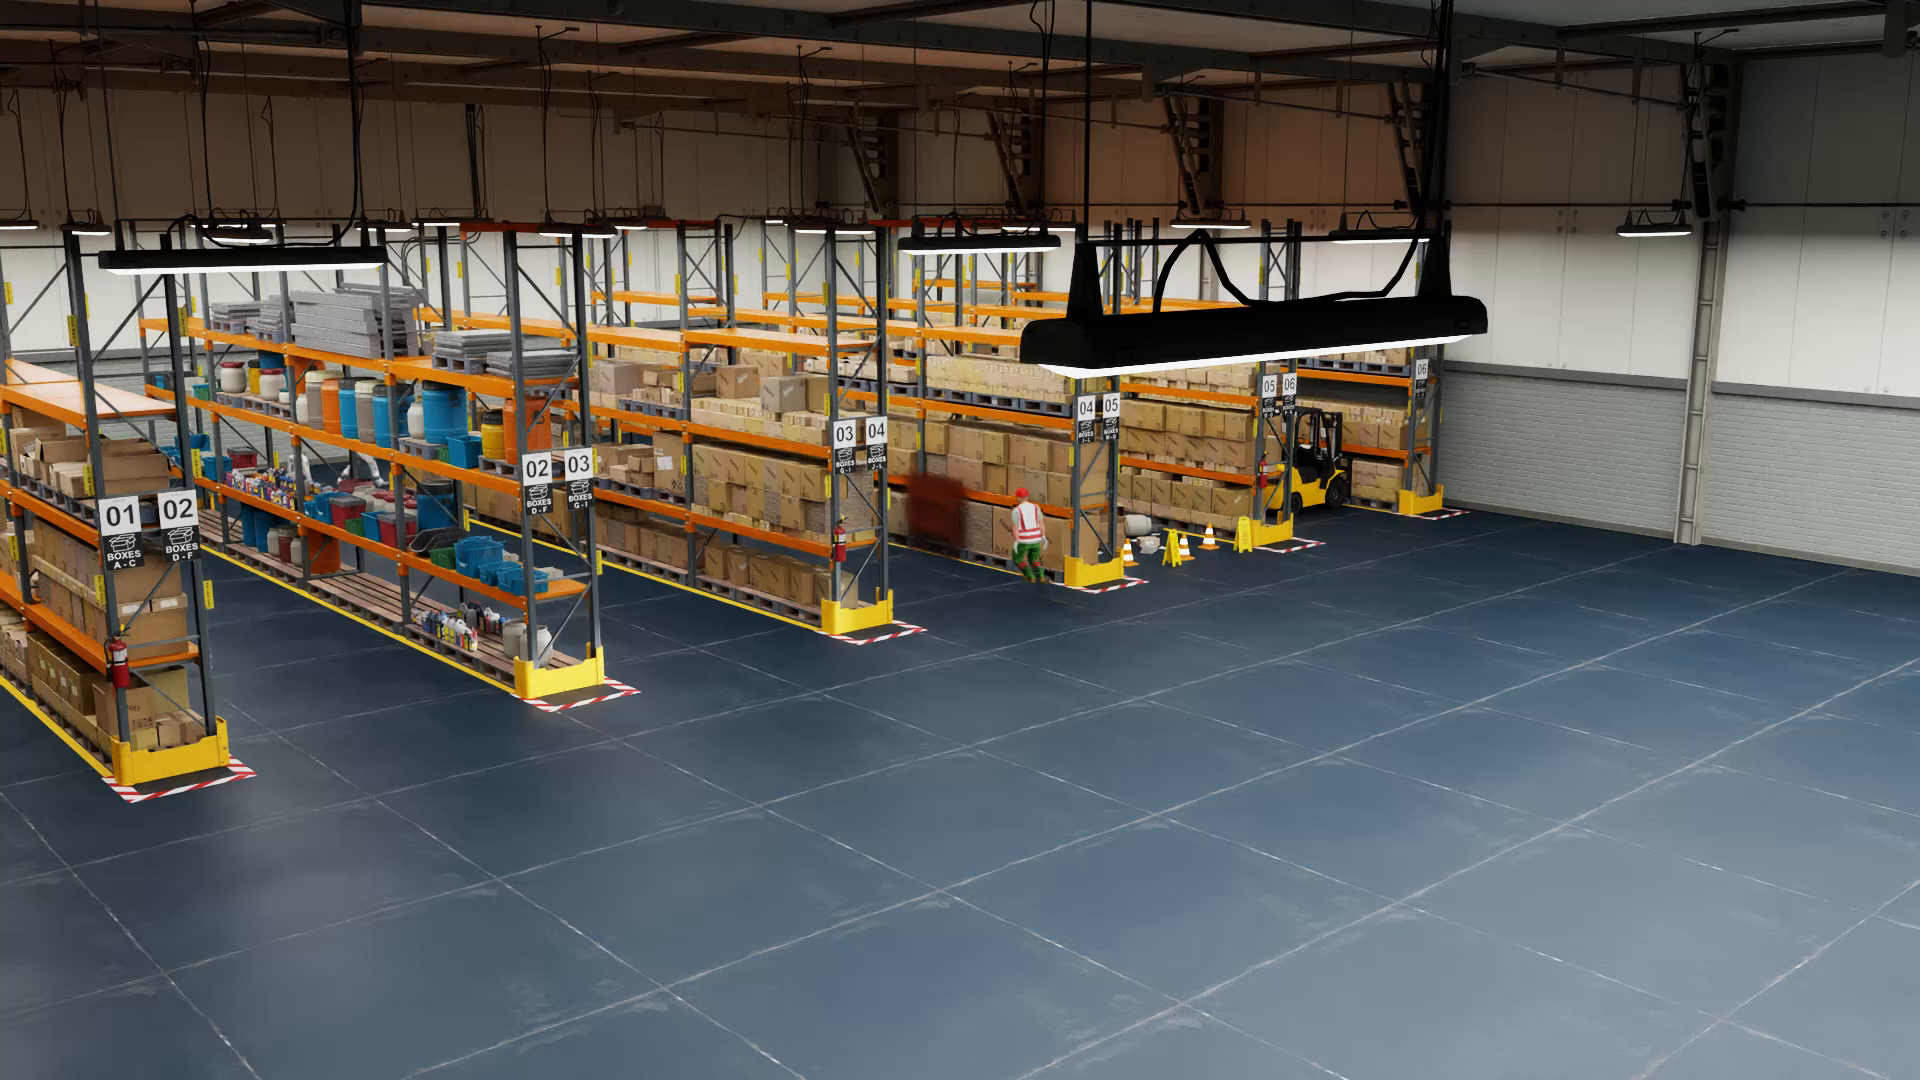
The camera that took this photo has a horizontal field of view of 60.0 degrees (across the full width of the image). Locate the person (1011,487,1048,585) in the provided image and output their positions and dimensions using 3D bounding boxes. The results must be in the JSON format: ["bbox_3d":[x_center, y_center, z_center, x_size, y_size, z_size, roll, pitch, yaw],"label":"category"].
[{"bbox_3d":[1.112,-0.048,26.976,0.581,1.599,0.600,-7,13,-31],"label":"person"}]

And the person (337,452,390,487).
[{"bbox_3d":[-13.551,-2.046,37.672,1.143,1.726,0.515,-5,12,-22],"label":"person"}]

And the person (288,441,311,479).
[{"bbox_3d":[-13.235,-1.147,33.312,0.514,1.677,0.449,3,12,14],"label":"person"}]
